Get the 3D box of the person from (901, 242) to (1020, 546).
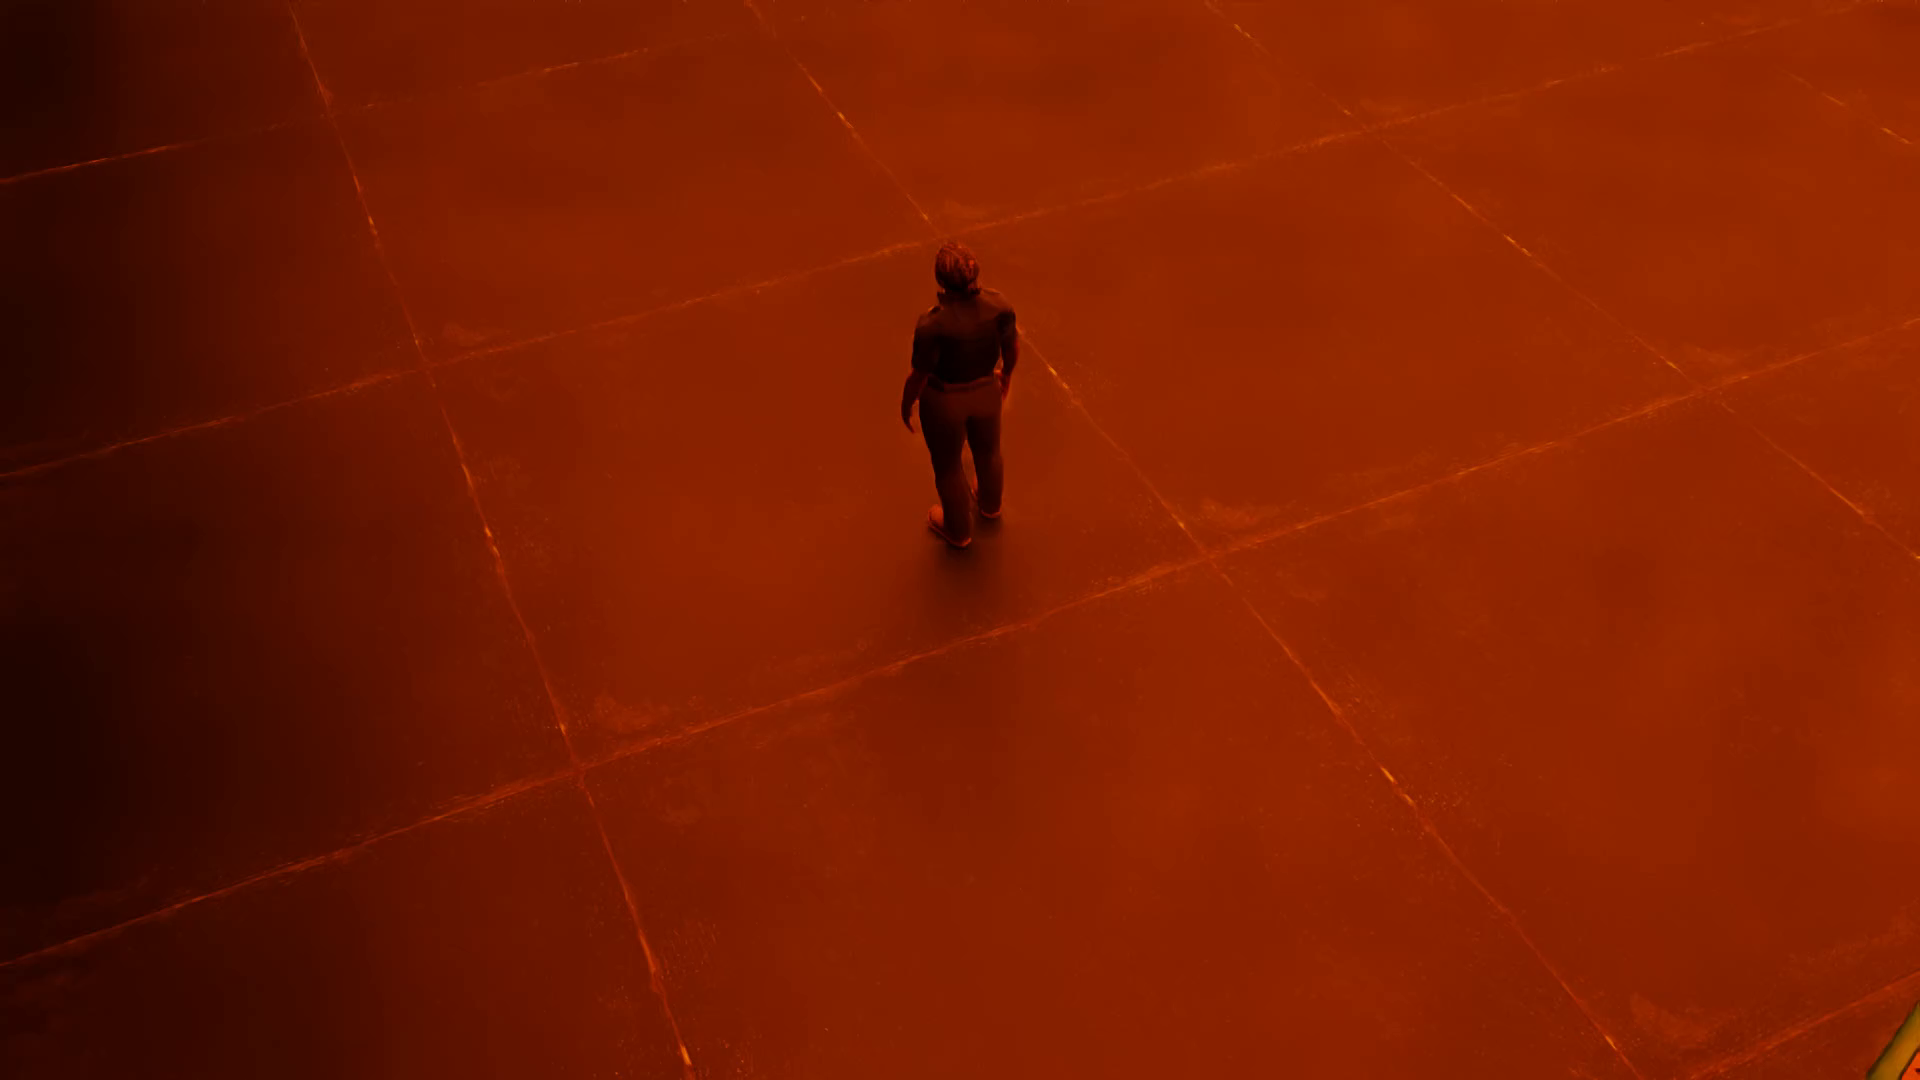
[{"bbox_3d":[-0.019,-0.670,7.323,0.570,1.654,0.503,-18,46,-18],"label":"person"}]
